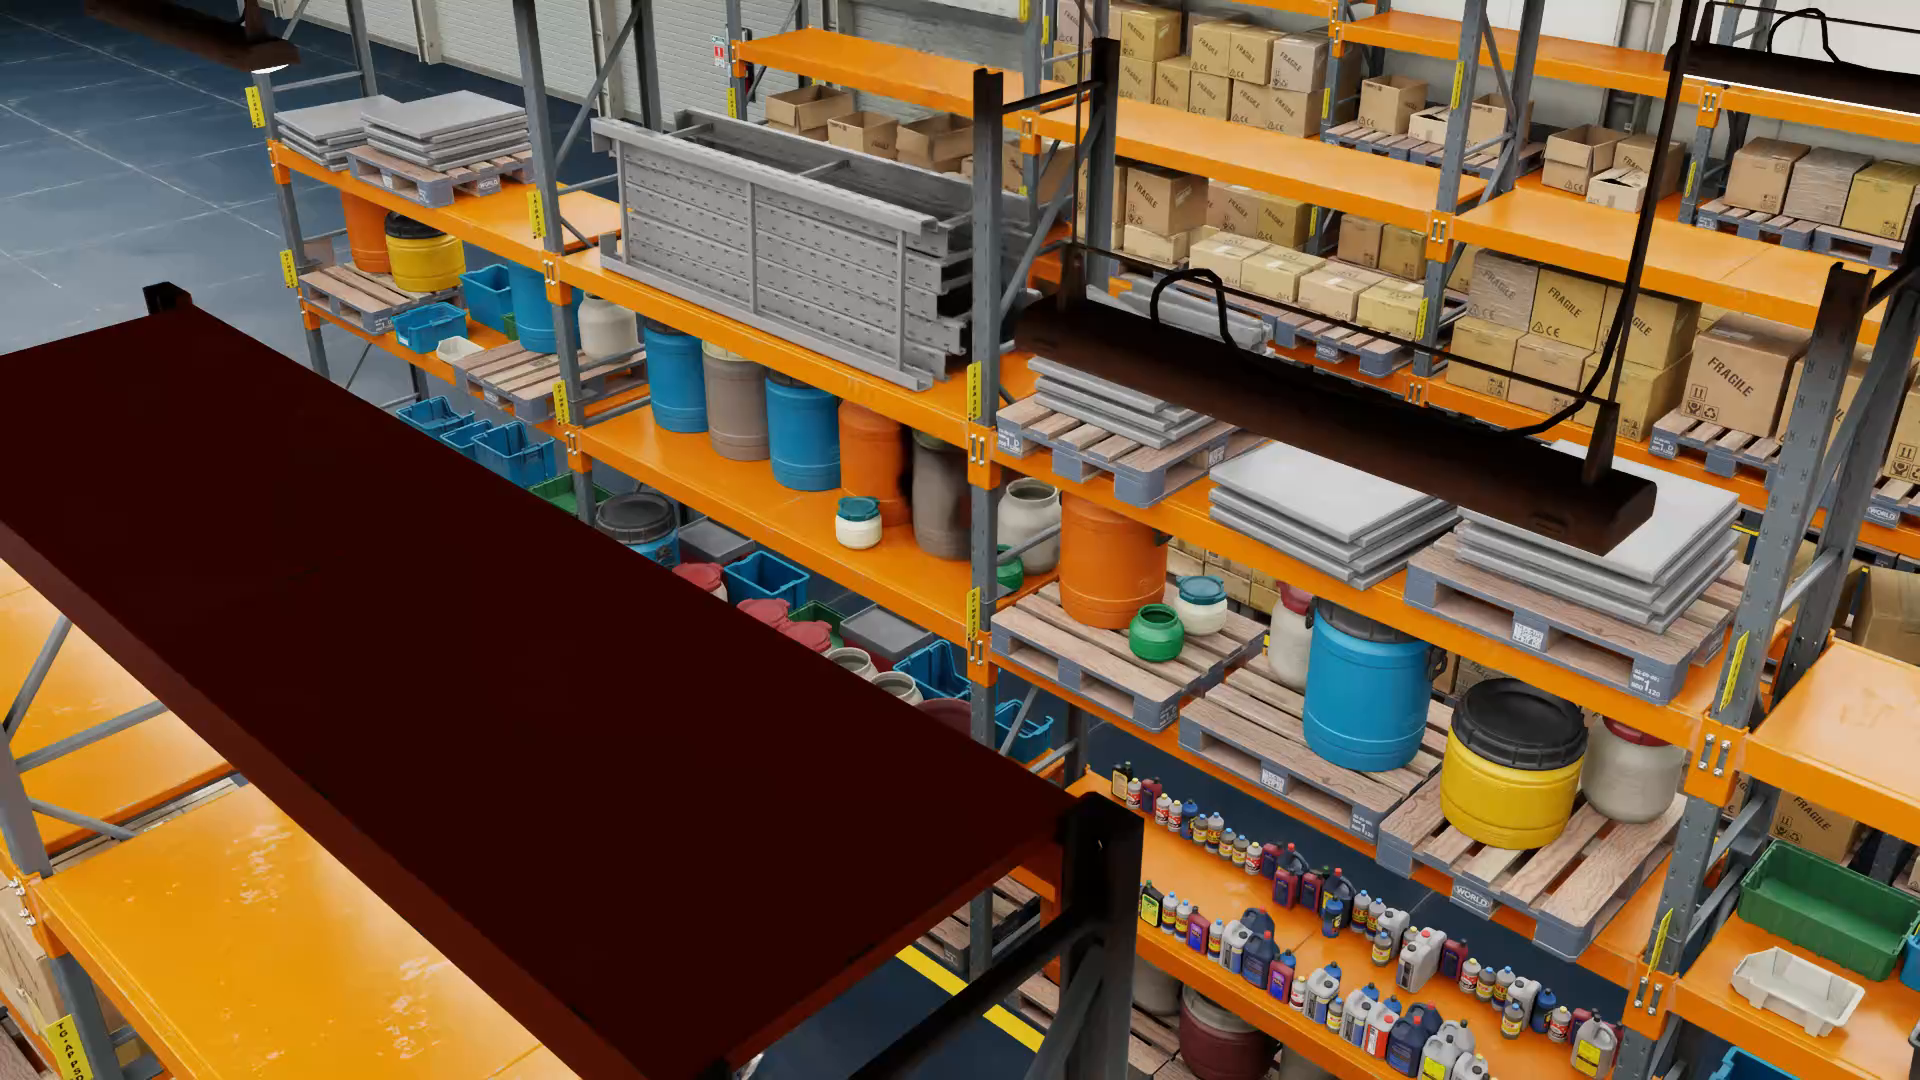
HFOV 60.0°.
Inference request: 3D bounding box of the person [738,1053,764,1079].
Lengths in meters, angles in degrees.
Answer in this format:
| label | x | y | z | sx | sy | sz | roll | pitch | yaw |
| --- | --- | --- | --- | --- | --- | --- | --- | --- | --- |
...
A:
| label | x | y | z | sx | sy | sz | roll | pitch | yaw |
| --- | --- | --- | --- | --- | --- | --- | --- | --- | --- |
| person | -1.421 | 2.565 | 9.519 | 0.521 | 1.564 | 0.522 | 15 | 33 | 24 |
